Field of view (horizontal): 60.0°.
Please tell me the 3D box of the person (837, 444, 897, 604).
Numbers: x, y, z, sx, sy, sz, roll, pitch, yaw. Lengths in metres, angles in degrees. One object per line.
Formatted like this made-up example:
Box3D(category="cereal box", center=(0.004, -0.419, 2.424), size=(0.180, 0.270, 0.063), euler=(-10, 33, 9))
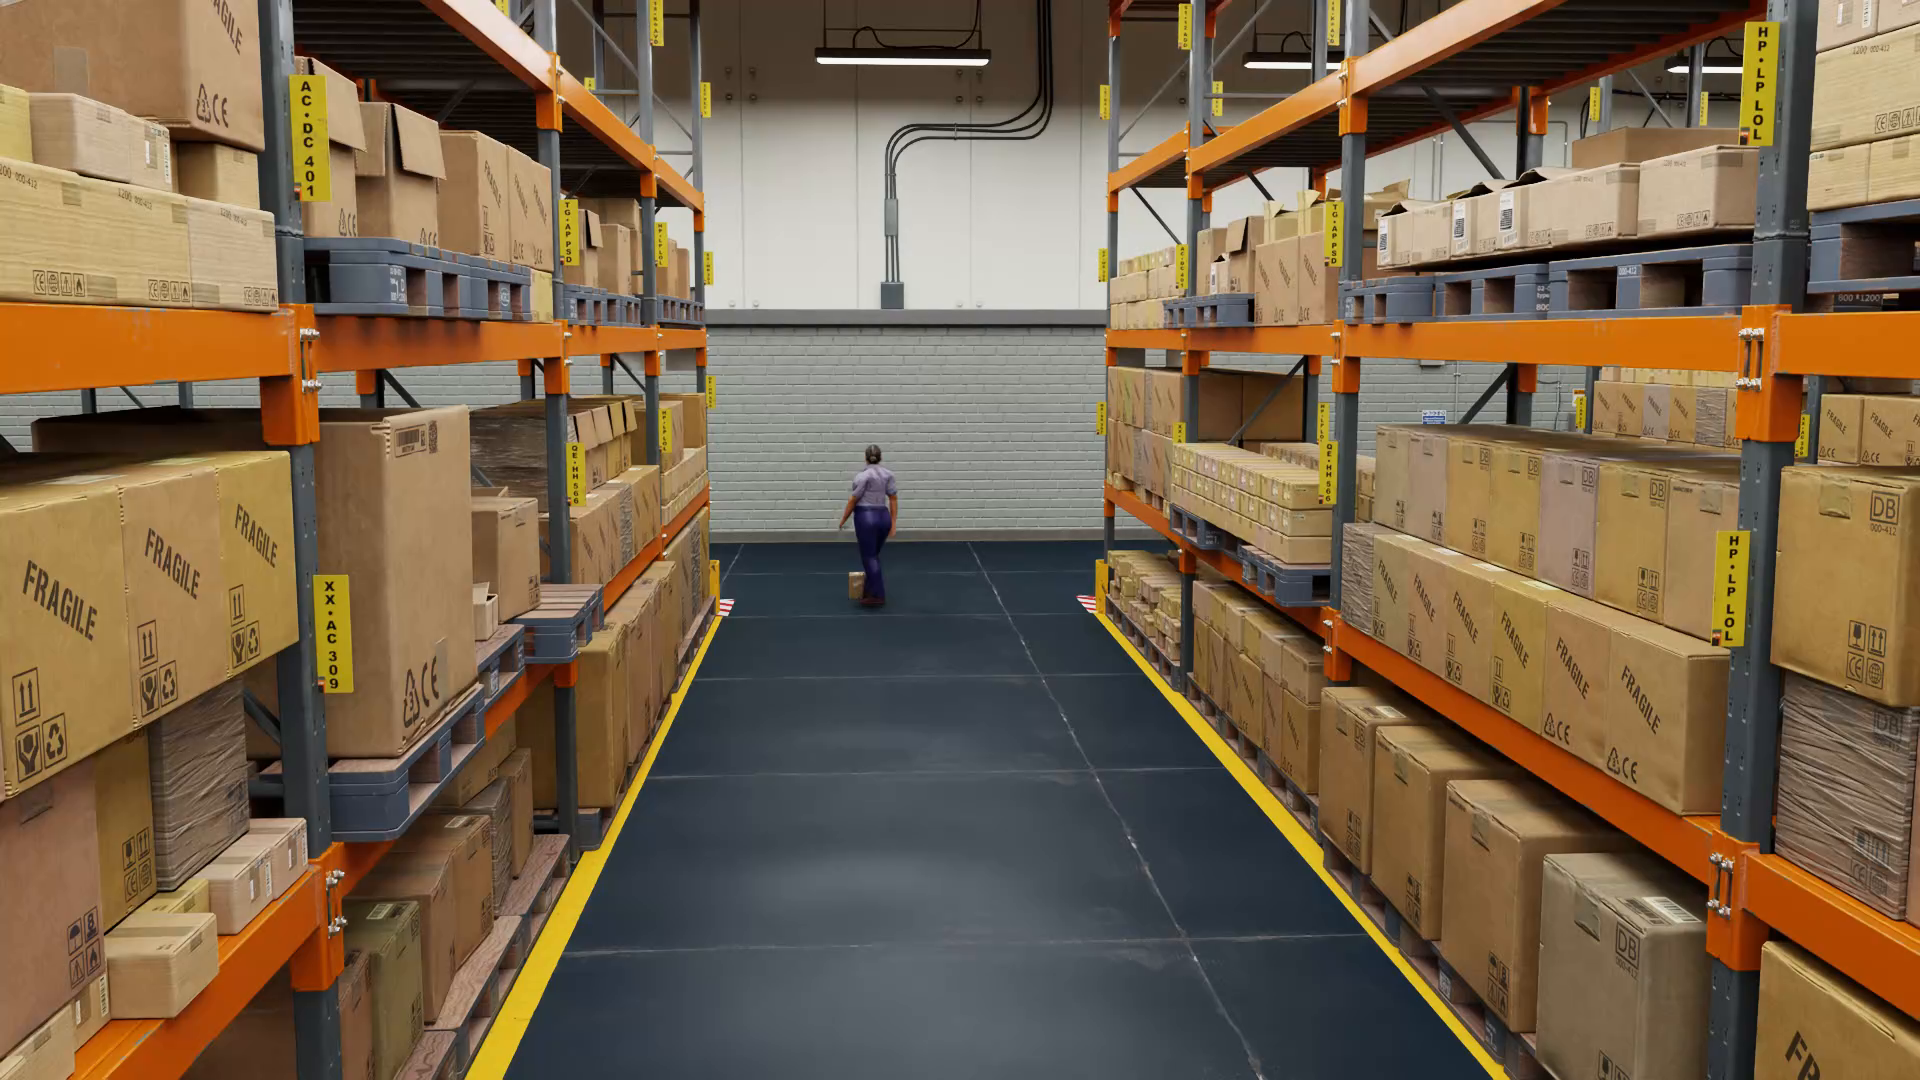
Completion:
Box3D(category="person", center=(-0.962, -0.132, 17.052), size=(0.500, 1.702, 0.644), euler=(-7, 10, -44))
